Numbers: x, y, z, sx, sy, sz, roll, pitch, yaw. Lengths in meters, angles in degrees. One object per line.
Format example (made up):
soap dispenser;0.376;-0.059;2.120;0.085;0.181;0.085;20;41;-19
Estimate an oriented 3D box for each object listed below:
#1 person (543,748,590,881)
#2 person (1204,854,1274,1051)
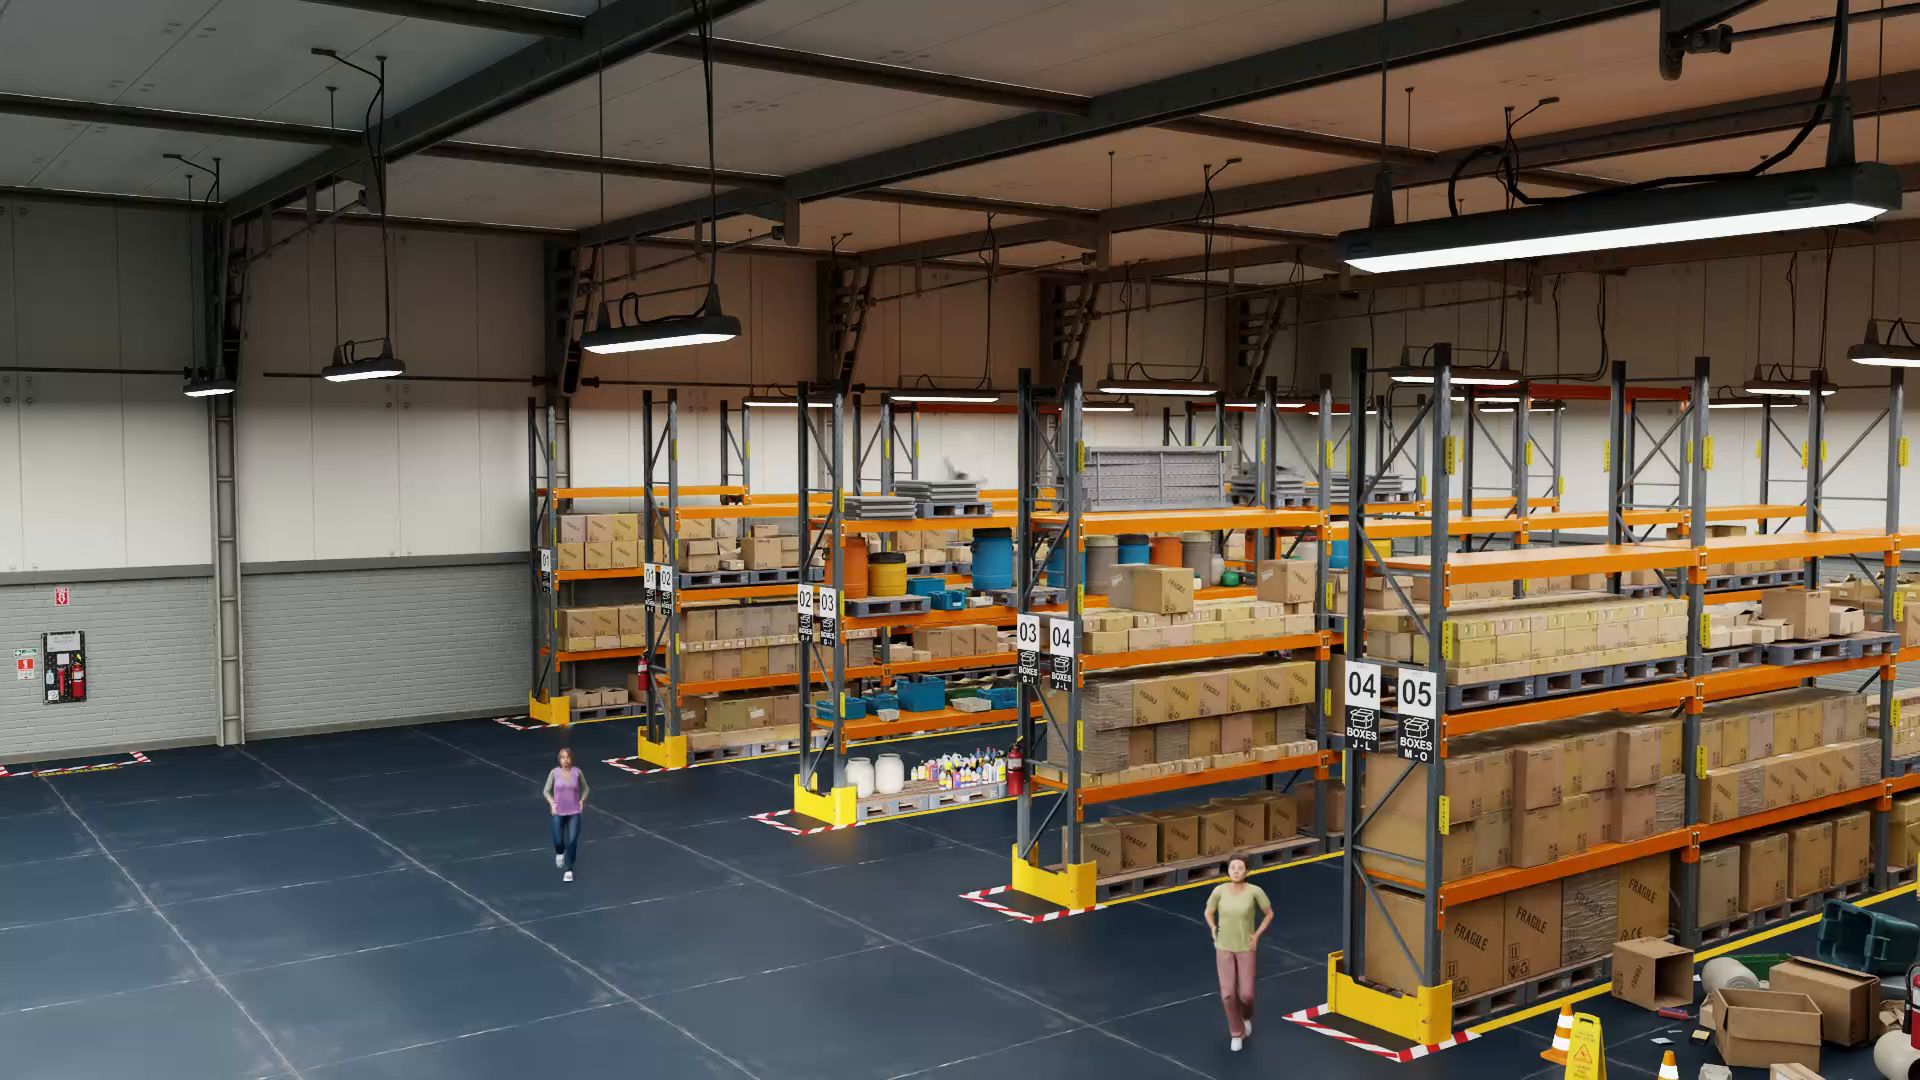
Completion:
person;-4.645;3.227;19.649;0.537;1.547;0.565;-1;3;-14
person;2.381;3.519;14.270;0.593;1.653;0.536;1;3;14
